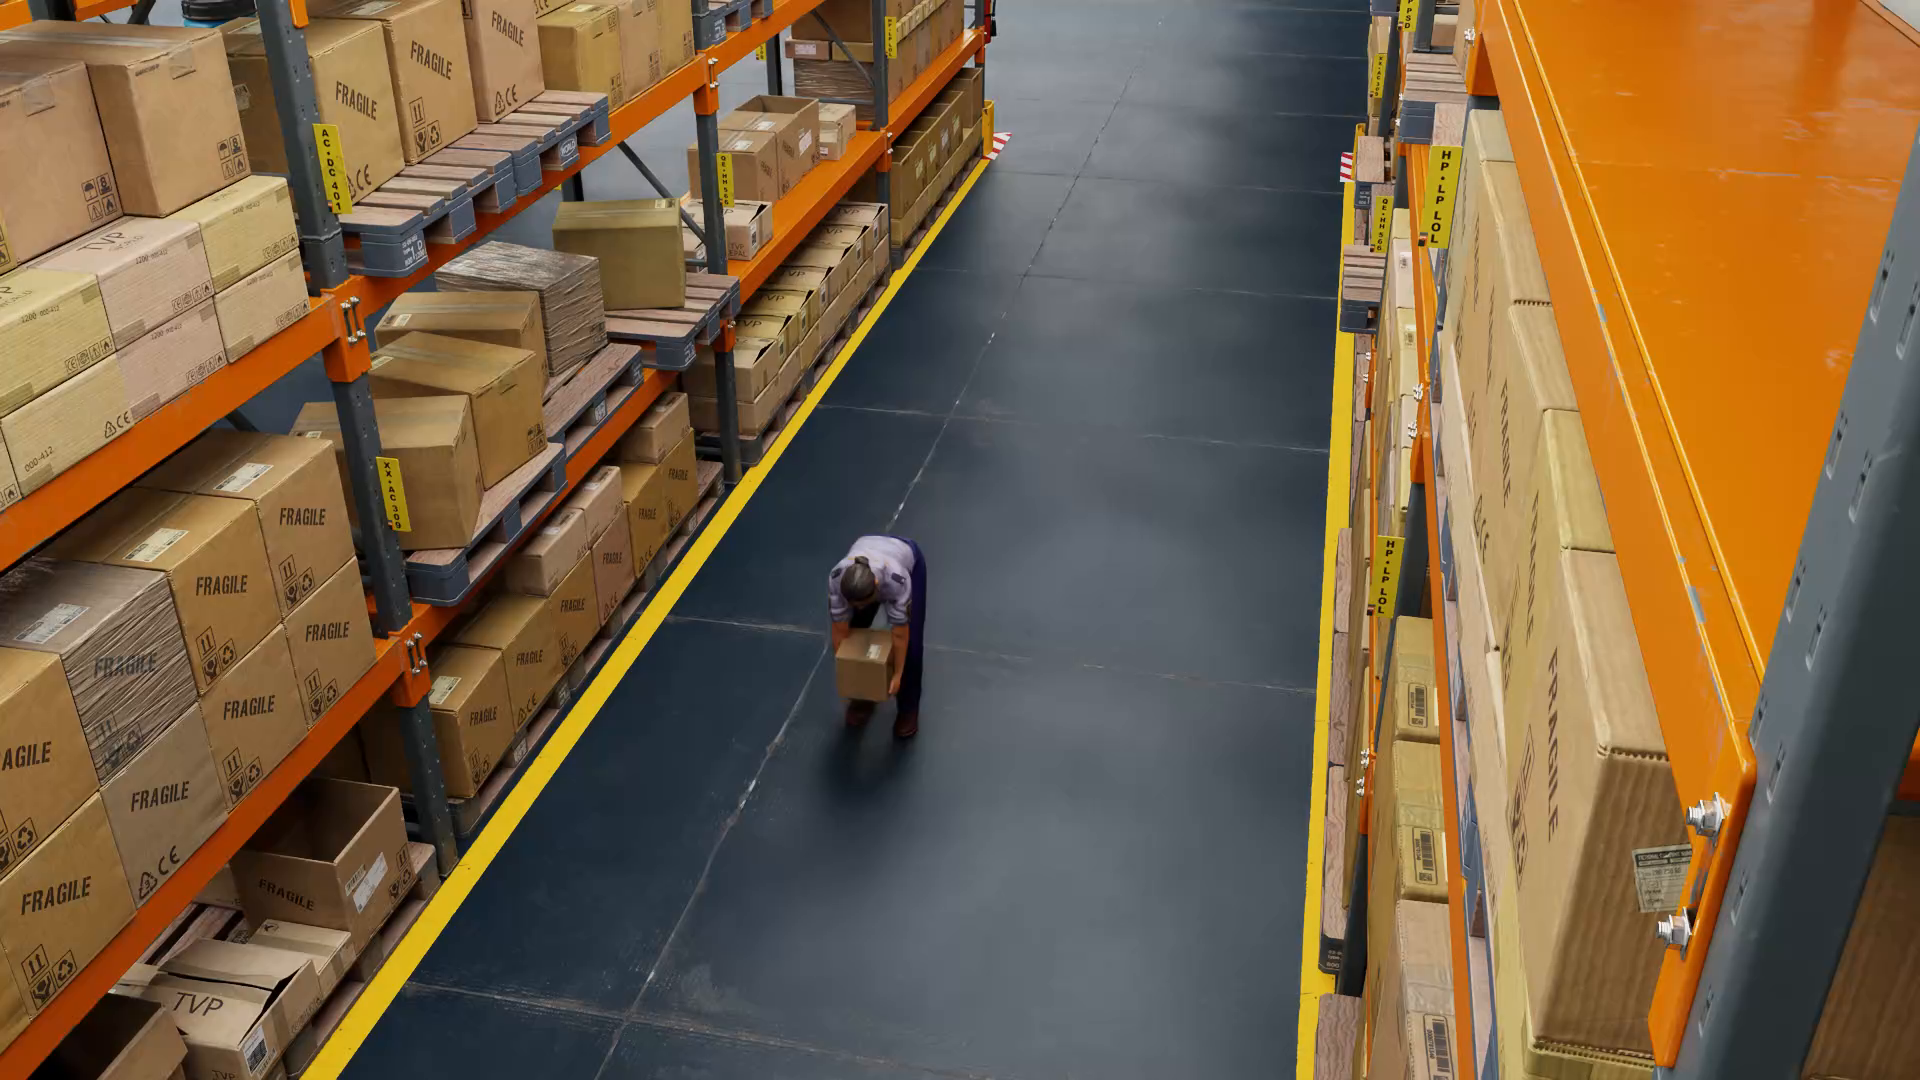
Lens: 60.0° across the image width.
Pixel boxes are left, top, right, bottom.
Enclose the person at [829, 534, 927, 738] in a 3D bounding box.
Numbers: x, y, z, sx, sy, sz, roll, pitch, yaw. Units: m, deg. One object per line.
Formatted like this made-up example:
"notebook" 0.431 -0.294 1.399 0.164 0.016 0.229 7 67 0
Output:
"person" -0.429 0.492 8.210 0.451 1.199 0.830 5 29 9
